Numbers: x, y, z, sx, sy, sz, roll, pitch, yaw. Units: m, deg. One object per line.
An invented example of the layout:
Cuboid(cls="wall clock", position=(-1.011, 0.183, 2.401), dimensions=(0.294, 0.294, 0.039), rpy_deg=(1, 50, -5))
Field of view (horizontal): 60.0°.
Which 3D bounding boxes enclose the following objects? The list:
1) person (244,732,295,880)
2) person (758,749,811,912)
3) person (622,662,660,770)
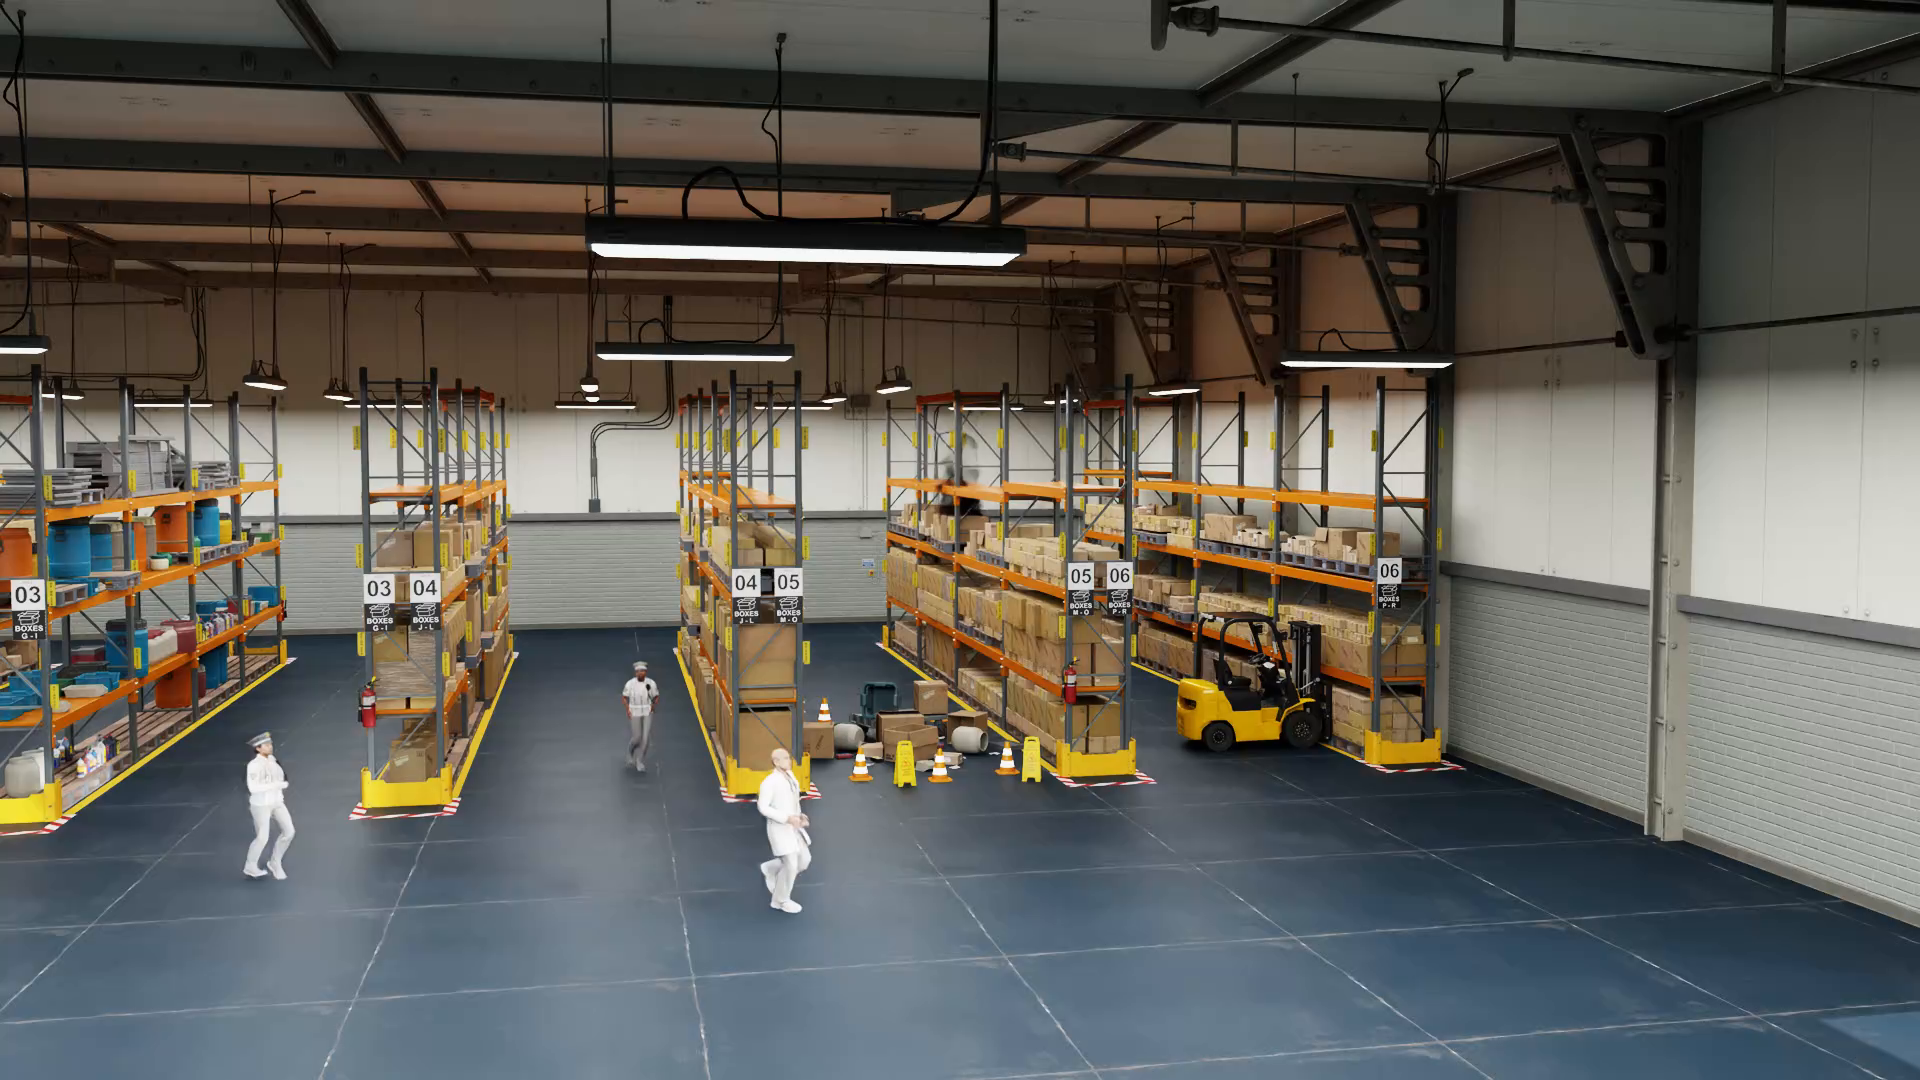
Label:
Cuboid(cls="person", position=(-7.851, 3.037, 18.914), dimensions=(0.659, 1.728, 0.592), rpy_deg=(1, 4, 18))
Cuboid(cls="person", position=(-1.896, 3.087, 17.741), dimensions=(0.637, 1.735, 0.711), rpy_deg=(2, 4, 24))
Cuboid(cls="person", position=(-4.835, 2.671, 25.284), dimensions=(0.566, 1.670, 0.571), rpy_deg=(-1, 4, -18))
